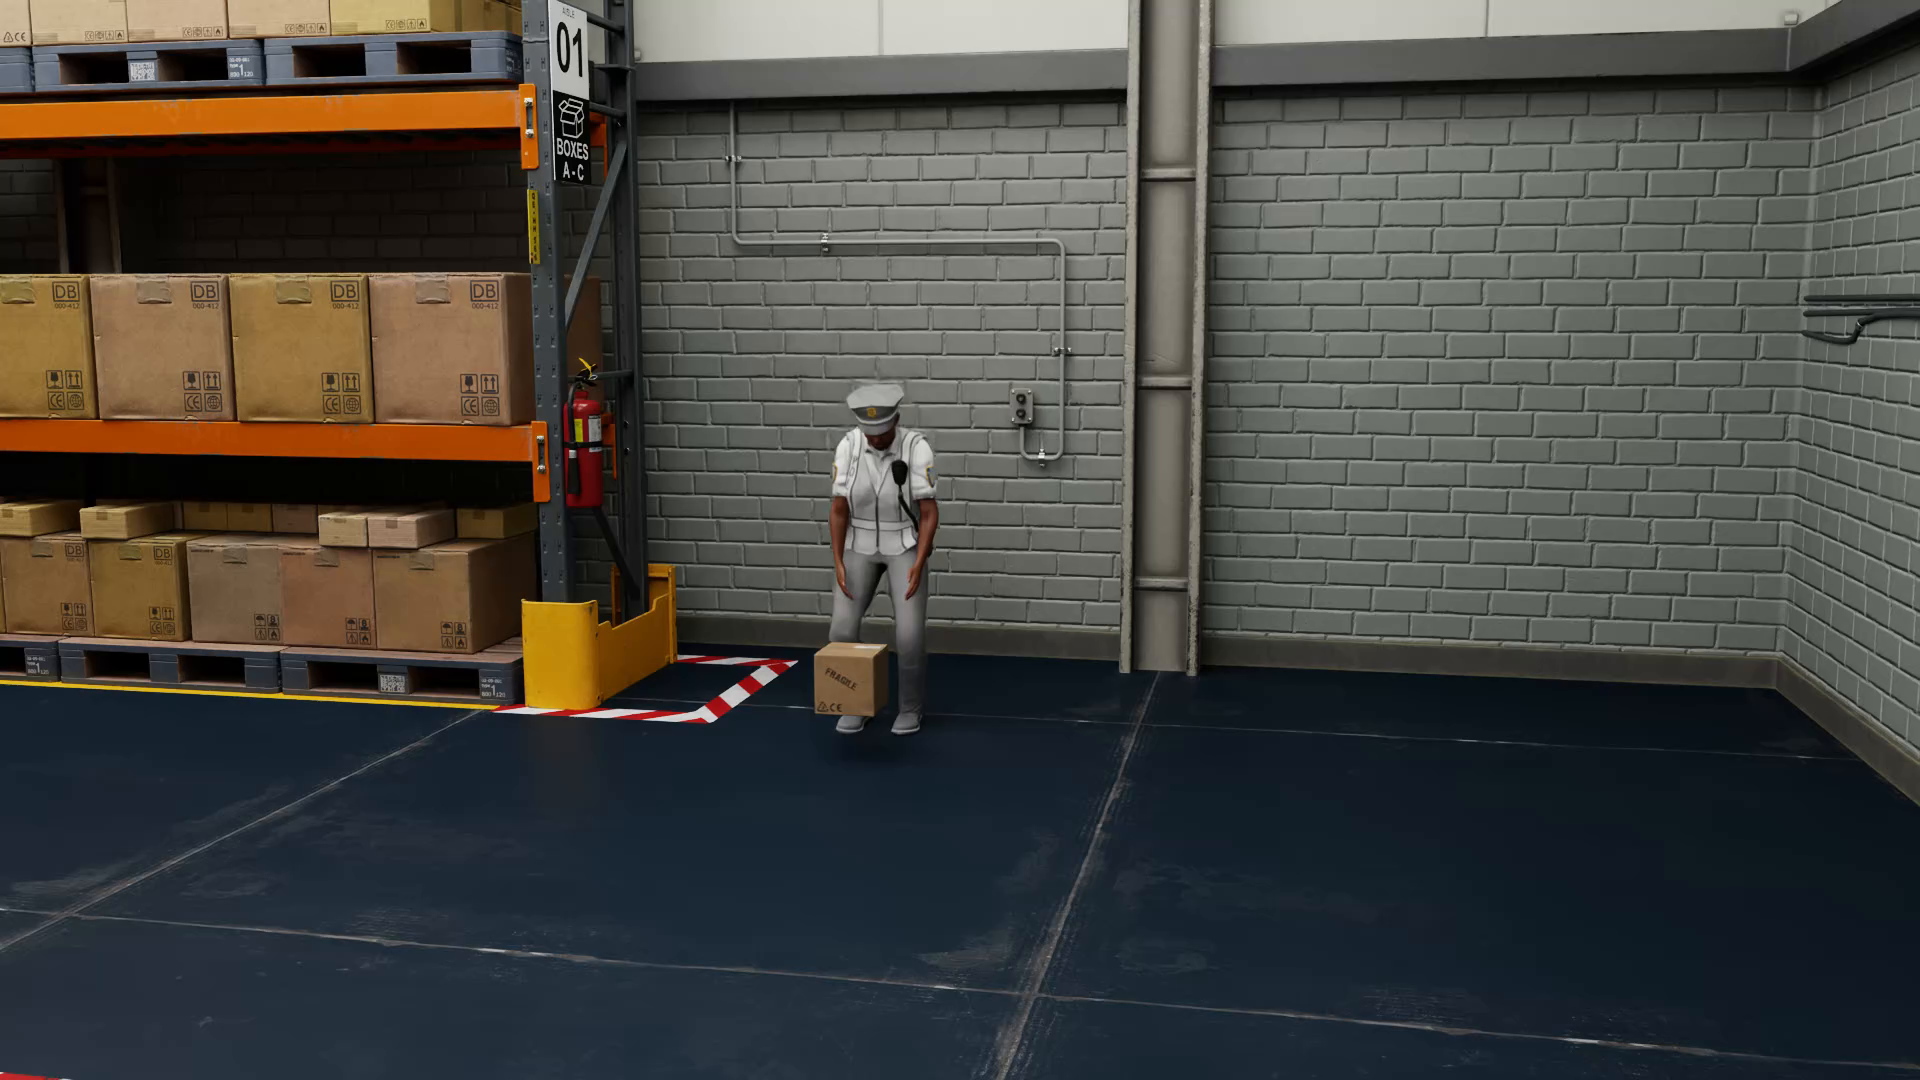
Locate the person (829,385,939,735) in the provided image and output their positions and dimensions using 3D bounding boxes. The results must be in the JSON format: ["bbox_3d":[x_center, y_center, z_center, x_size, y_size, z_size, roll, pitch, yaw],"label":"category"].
[{"bbox_3d":[-6.275,0.447,3.566,10.565,1.846,10.303,2,8,12],"label":"person"}]
